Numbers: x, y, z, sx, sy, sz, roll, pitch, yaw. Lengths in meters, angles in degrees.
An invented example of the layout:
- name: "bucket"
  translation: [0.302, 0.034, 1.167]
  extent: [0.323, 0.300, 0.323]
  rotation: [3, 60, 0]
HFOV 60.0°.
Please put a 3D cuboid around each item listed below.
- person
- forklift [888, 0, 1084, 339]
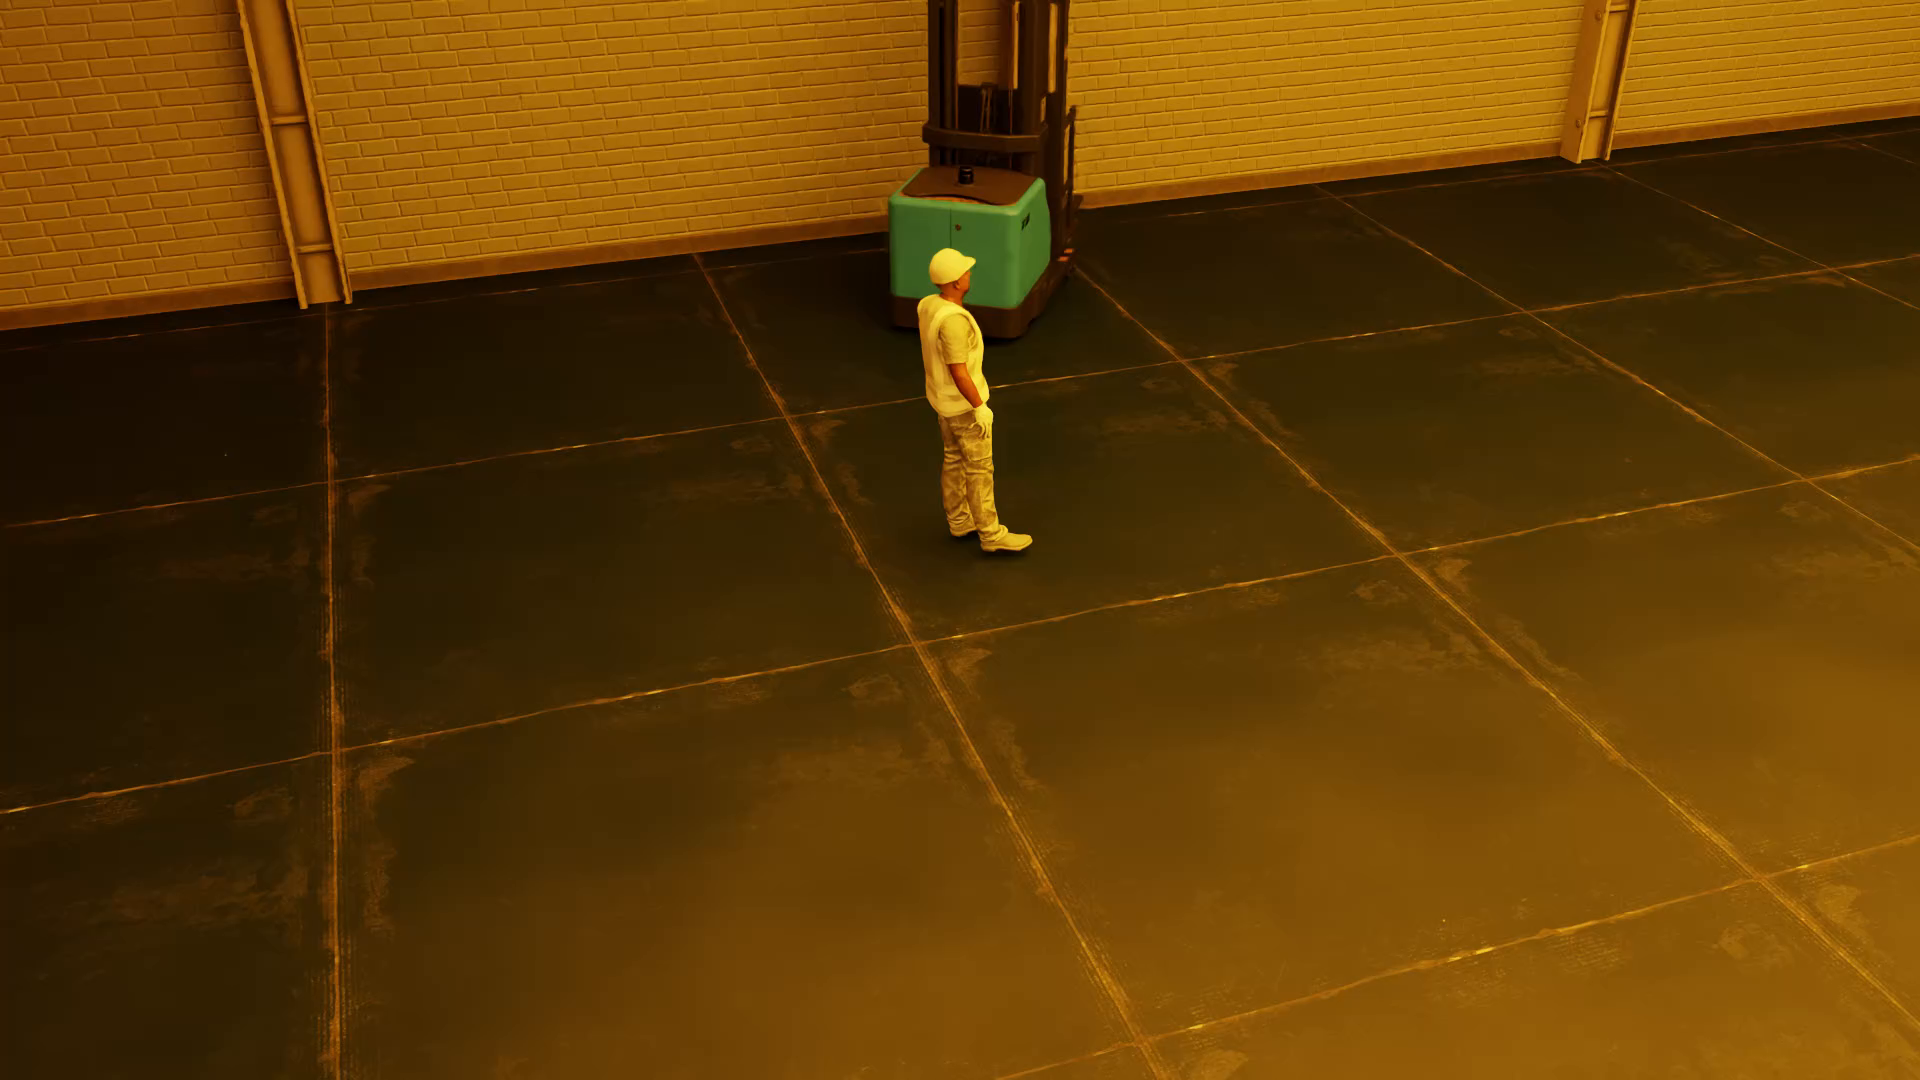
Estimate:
- name: "person"
  translation: [0.071, -0.821, 9.570]
  extent: [0.577, 1.781, 0.656]
  rotation: [-10, 31, -16]
- name: "forklift"
  translation: [0.357, -3.509, 13.185]
  extent: [1.130, 2.935, 3.031]
  rotation: [8, 31, 14]
